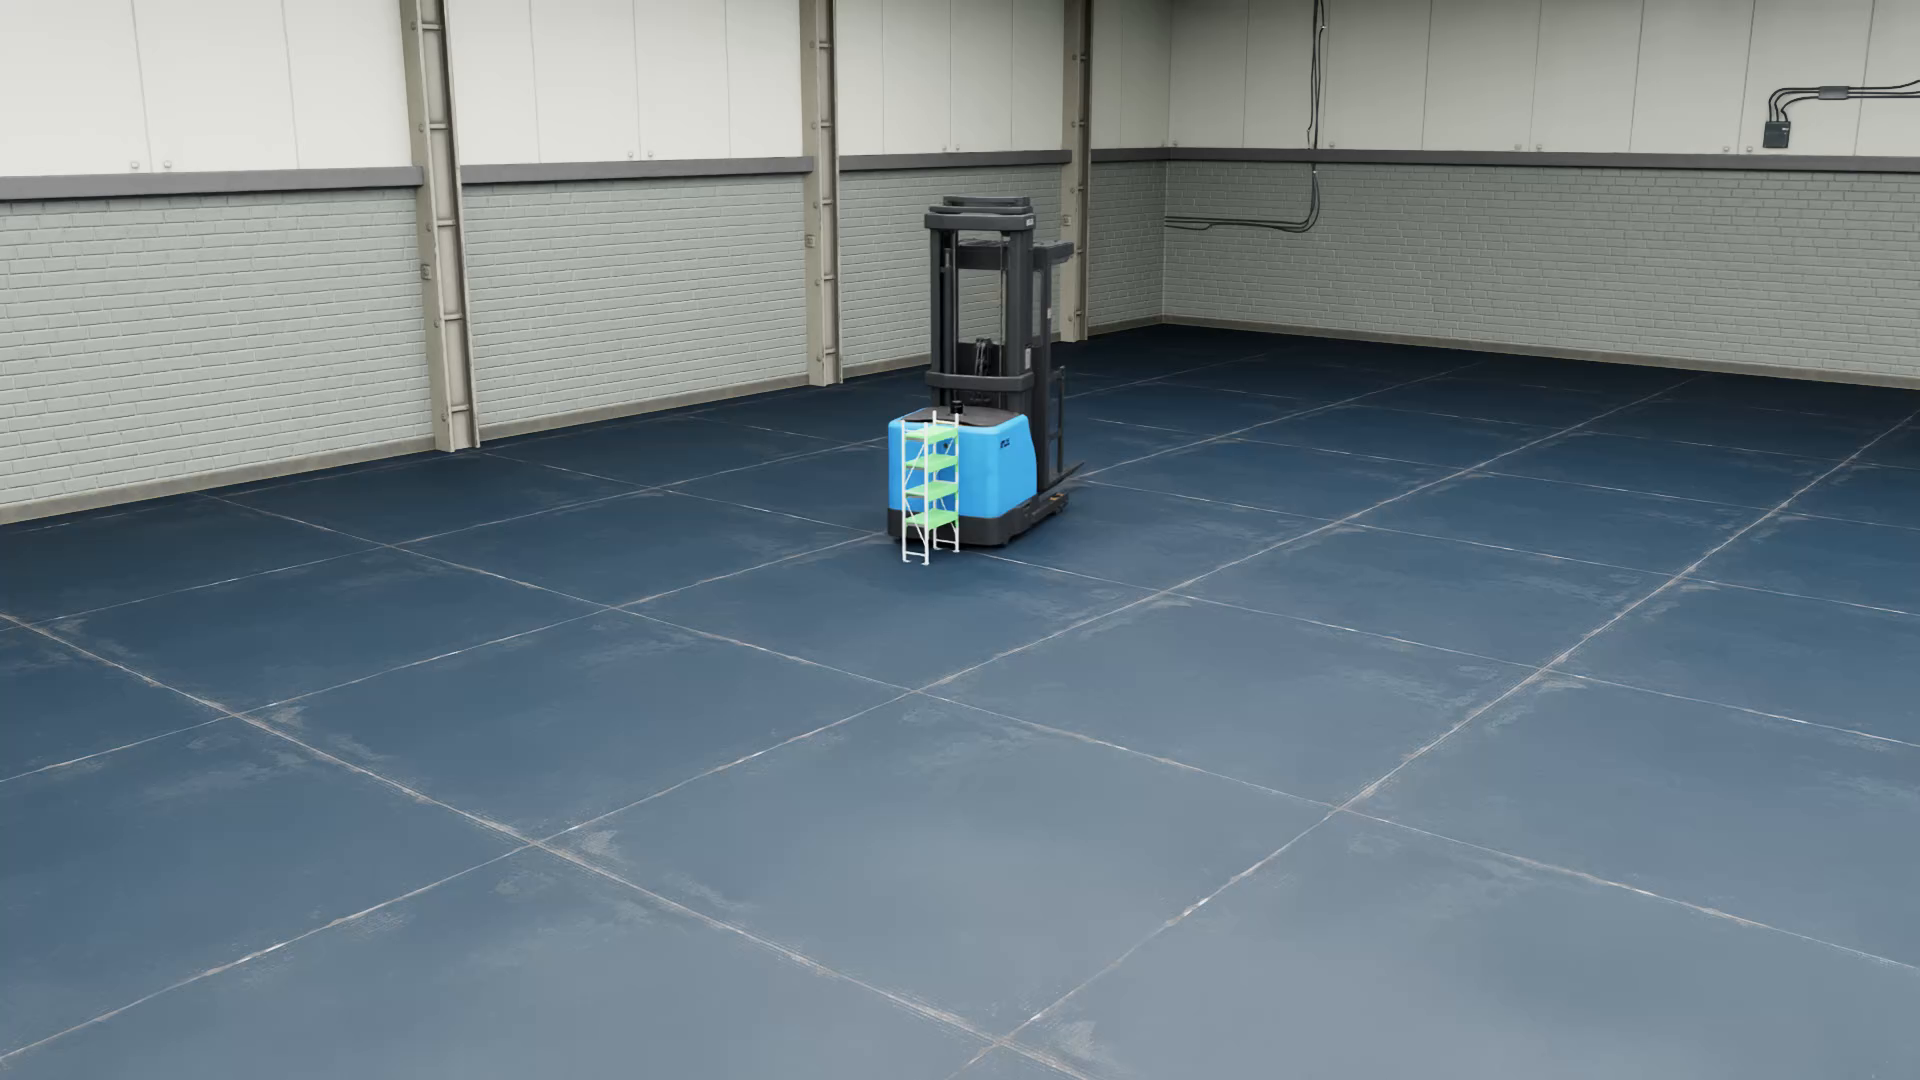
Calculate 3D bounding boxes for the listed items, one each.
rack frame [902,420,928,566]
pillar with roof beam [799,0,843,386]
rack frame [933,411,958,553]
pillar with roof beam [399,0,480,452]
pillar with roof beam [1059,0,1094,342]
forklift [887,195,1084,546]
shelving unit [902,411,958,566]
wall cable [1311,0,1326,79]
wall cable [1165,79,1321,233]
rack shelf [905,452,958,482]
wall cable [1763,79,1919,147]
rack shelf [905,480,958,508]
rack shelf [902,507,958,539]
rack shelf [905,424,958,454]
[{"bbox_3d":[-0.372,-0.386,13.704,0.240,1.200,0.015,8,16,30],"label":"rack frame"},{"bbox_3d":[1.468,-5.881,19.496,9.100,9.000,0.400,11,18,38],"label":"pillar with roof beam"},{"bbox_3d":[-0.121,-0.489,14.110,0.240,1.200,0.015,8,16,30],"label":"rack frame"},{"bbox_3d":[-2.304,-4.732,14.973,9.100,9.000,0.400,11,18,38],"label":"pillar with roof beam"},{"bbox_3d":[5.239,-7.030,24.019,9.100,9.000,0.400,11,18,38],"label":"pillar with roof beam"},{"bbox_3d":[0.385,-1.689,15.319,1.130,2.935,3.031,6,15,21],"label":"forklift"},{"bbox_3d":[-0.246,-0.437,13.907,0.258,1.200,0.503,8,16,30],"label":"shelving unit"},{"bbox_3d":[6.874,-8.580,26.170,3.097,2.526,0.112,11,18,38],"label":"wall cable"},{"bbox_3d":[4.770,-6.551,28.439,3.097,2.526,0.112,11,18,38],"label":"wall cable"},{"bbox_3d":[-0.246,-0.608,13.863,0.258,0.148,0.480,8,16,30],"label":"rack shelf"},{"bbox_3d":[12.144,-8.232,21.843,2.305,6.003,0.169,11,18,38],"label":"wall cable"},{"bbox_3d":[-0.246,-0.375,13.922,0.258,0.148,0.480,8,16,30],"label":"rack shelf"},{"bbox_3d":[-0.246,-0.143,13.981,0.258,0.148,0.480,8,16,30],"label":"rack shelf"},{"bbox_3d":[-0.246,-0.840,13.804,0.258,0.148,0.480,8,16,30],"label":"rack shelf"}]
